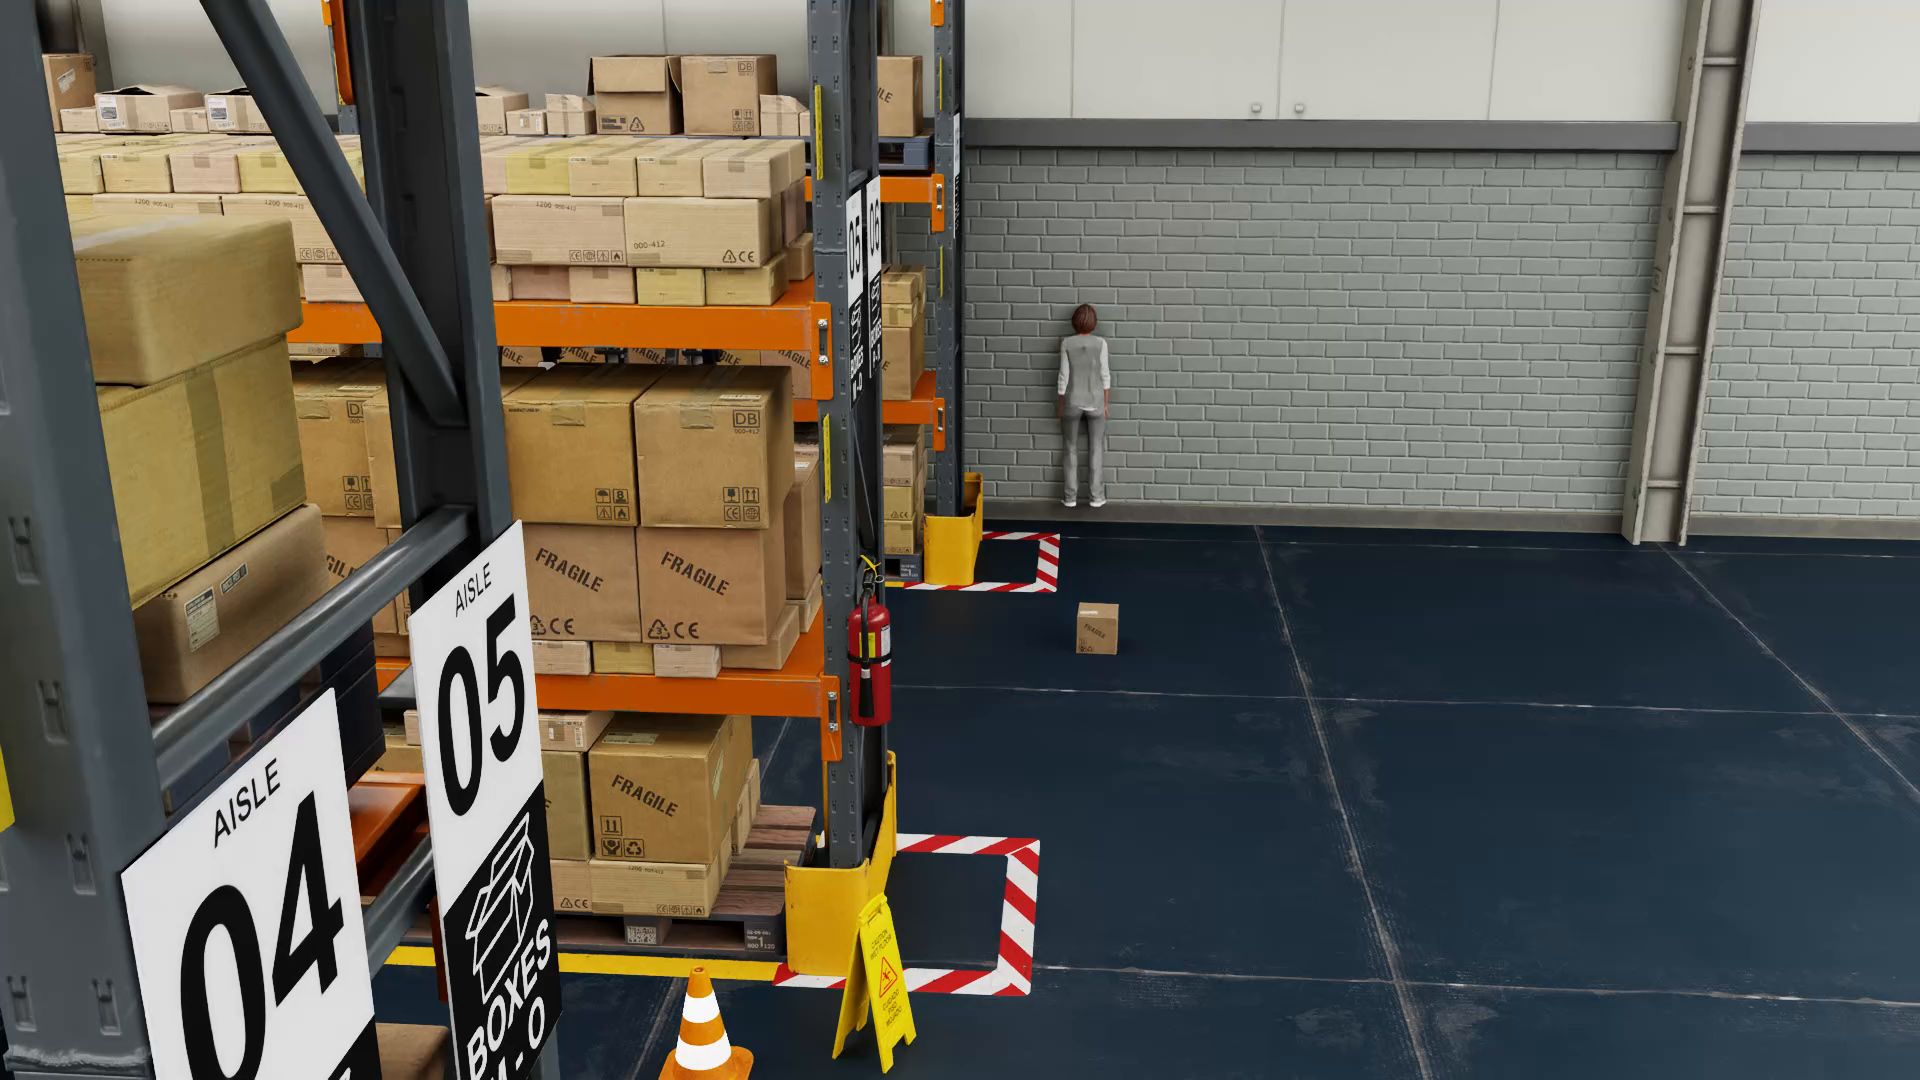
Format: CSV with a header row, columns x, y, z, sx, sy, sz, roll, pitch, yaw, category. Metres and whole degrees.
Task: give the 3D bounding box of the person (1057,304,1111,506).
x,y,z,sx,sy,sz,roll,pitch,yaw,category
0.949,-1.032,12.802,0.408,1.588,0.311,1,18,3,person
